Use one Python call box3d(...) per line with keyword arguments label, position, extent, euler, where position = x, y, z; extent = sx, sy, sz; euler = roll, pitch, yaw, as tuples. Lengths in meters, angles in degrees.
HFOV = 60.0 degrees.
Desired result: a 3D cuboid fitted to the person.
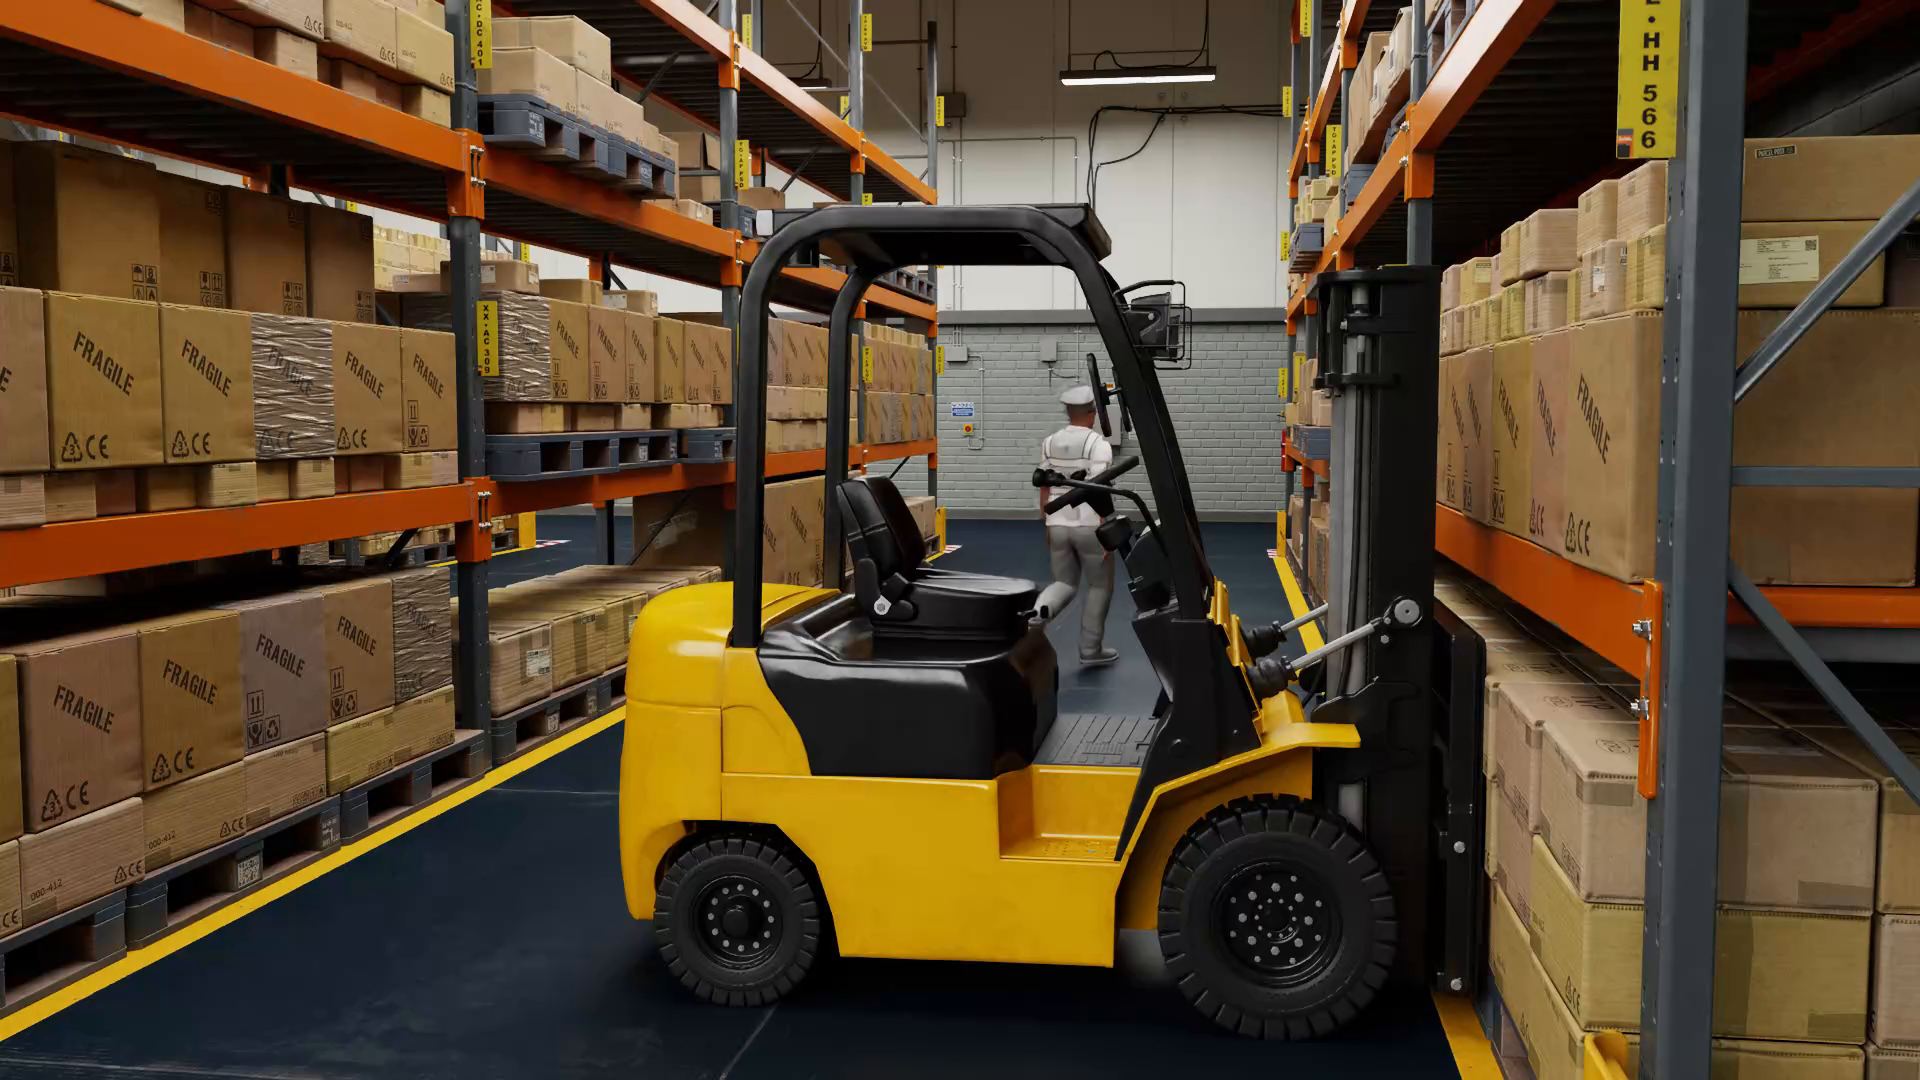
box3d(label="person", position=(0.708, -0.086, 10.373), extent=(0.542, 1.745, 0.760), euler=(4, 6, 39))
